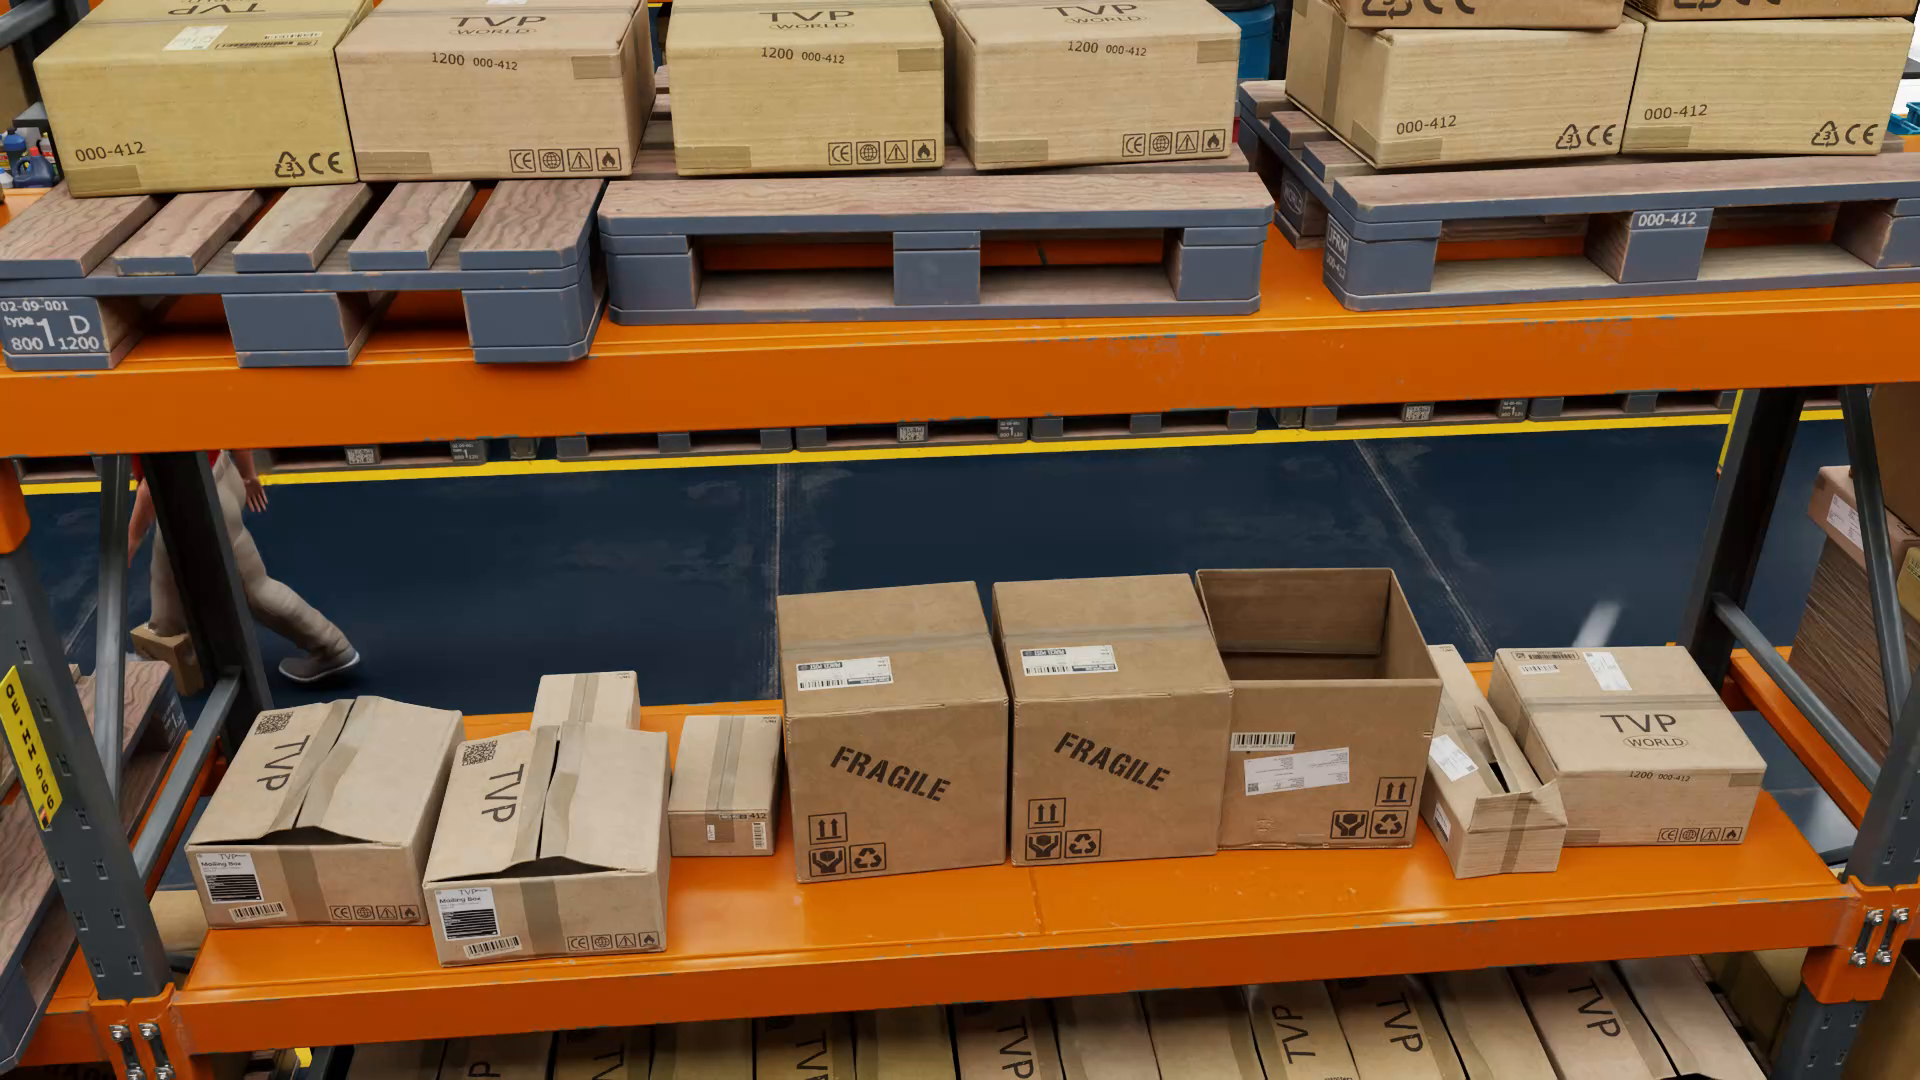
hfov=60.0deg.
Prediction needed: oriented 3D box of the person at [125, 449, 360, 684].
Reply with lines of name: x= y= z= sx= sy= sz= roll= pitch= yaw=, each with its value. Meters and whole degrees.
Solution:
person: x=-2.979 y=-0.136 z=6.376 sx=1.049 sy=1.671 sz=0.579 roll=-5 pitch=31 yaw=-9
